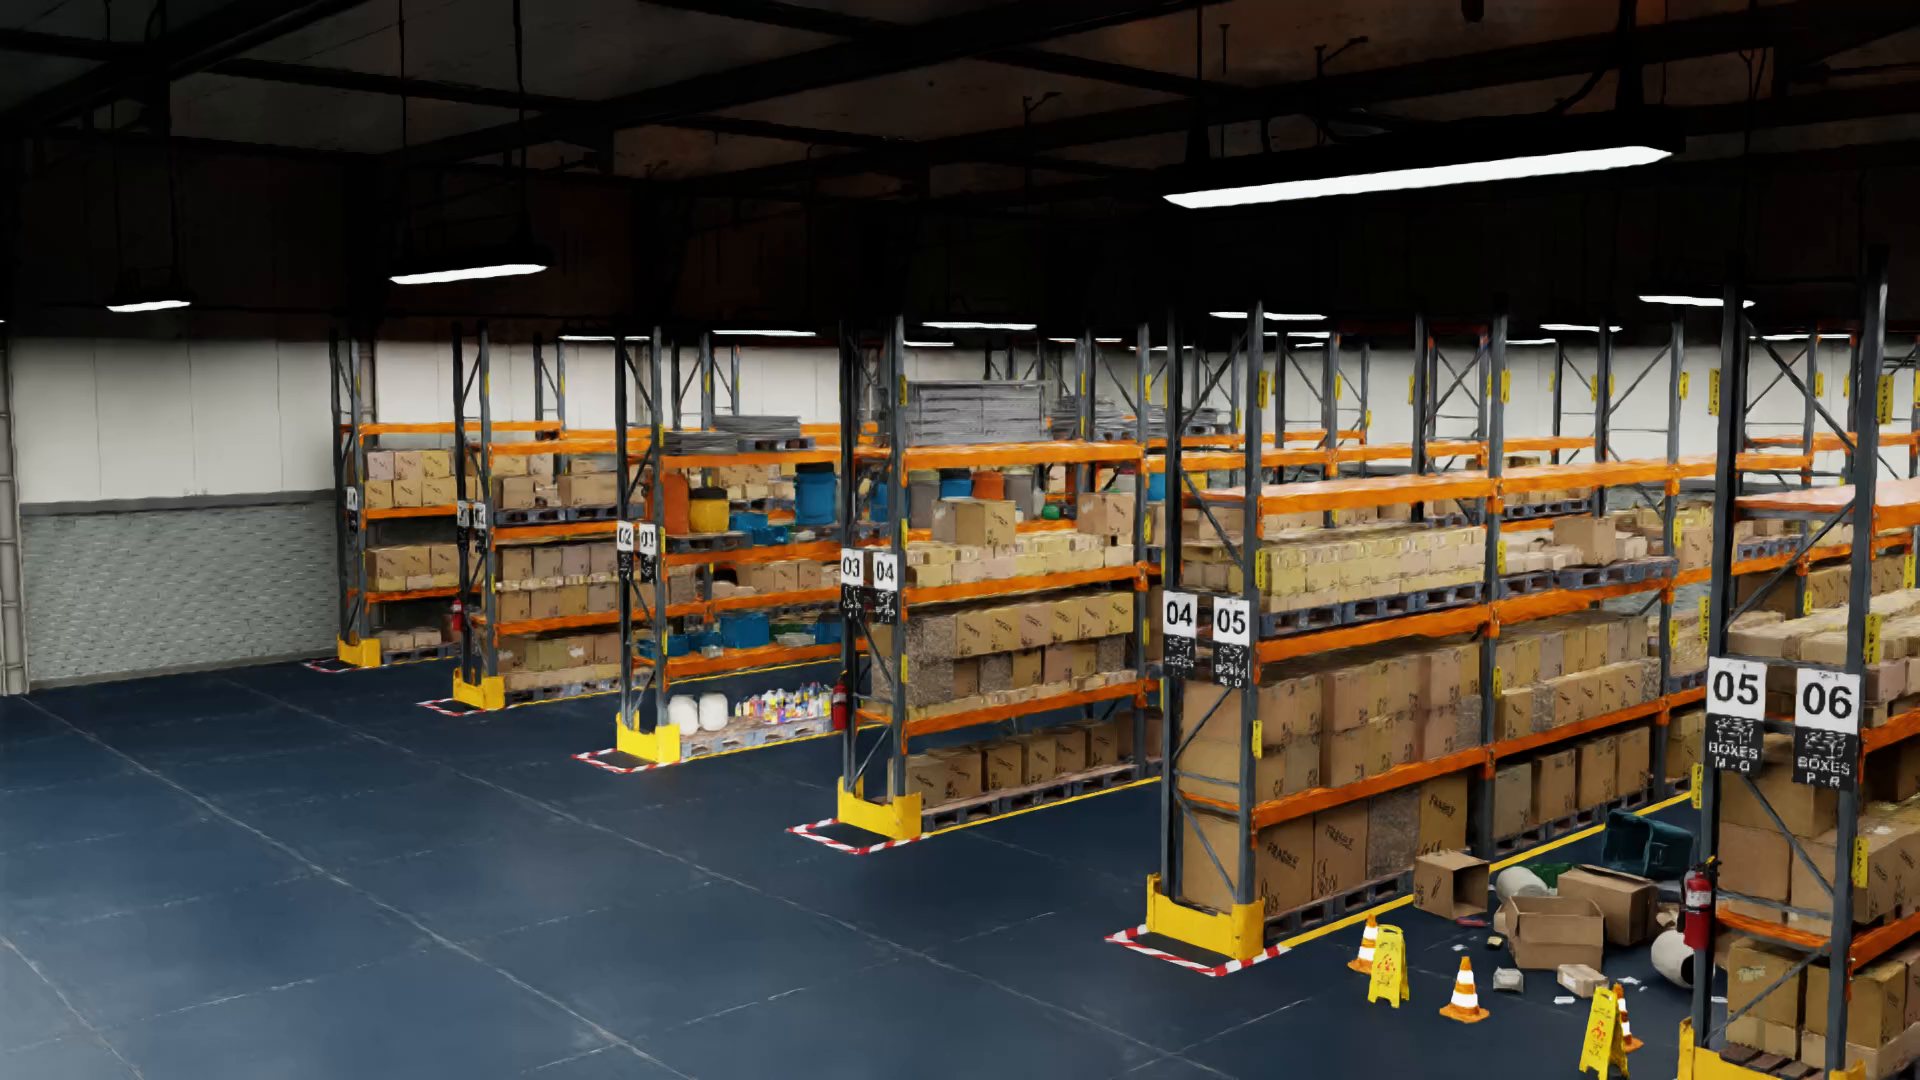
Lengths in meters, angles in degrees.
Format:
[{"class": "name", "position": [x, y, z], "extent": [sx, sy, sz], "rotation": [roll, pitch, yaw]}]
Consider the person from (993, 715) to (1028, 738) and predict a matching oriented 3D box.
[{"class": "person", "position": [0.699, 2.127, 22.649], "extent": [0.532, 1.629, 0.592], "rotation": [-5, 8, -44]}]
